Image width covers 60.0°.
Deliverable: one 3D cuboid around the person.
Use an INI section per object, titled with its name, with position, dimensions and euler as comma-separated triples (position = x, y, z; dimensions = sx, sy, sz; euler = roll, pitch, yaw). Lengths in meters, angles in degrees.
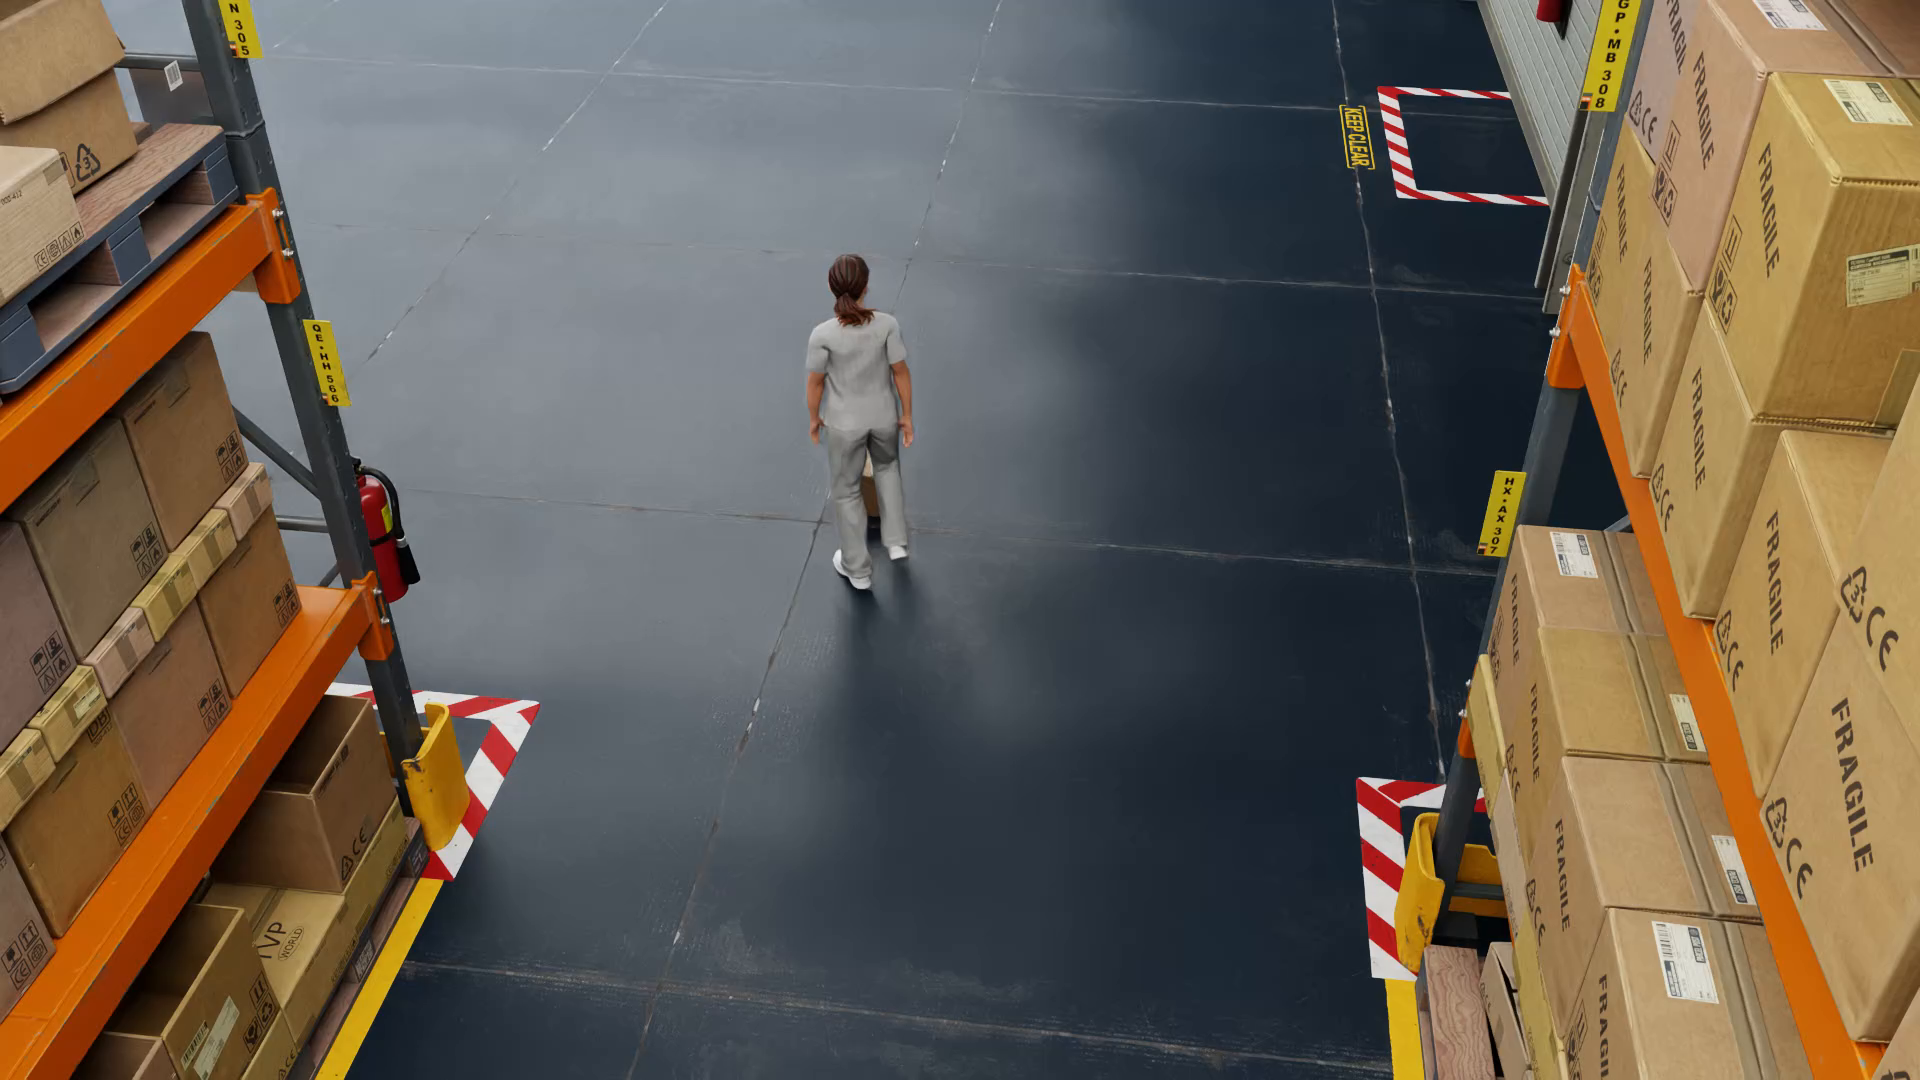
[person]
position = -0.465, -0.543, 7.760
dimensions = 0.472, 1.685, 0.405
euler = -13, 38, -17
